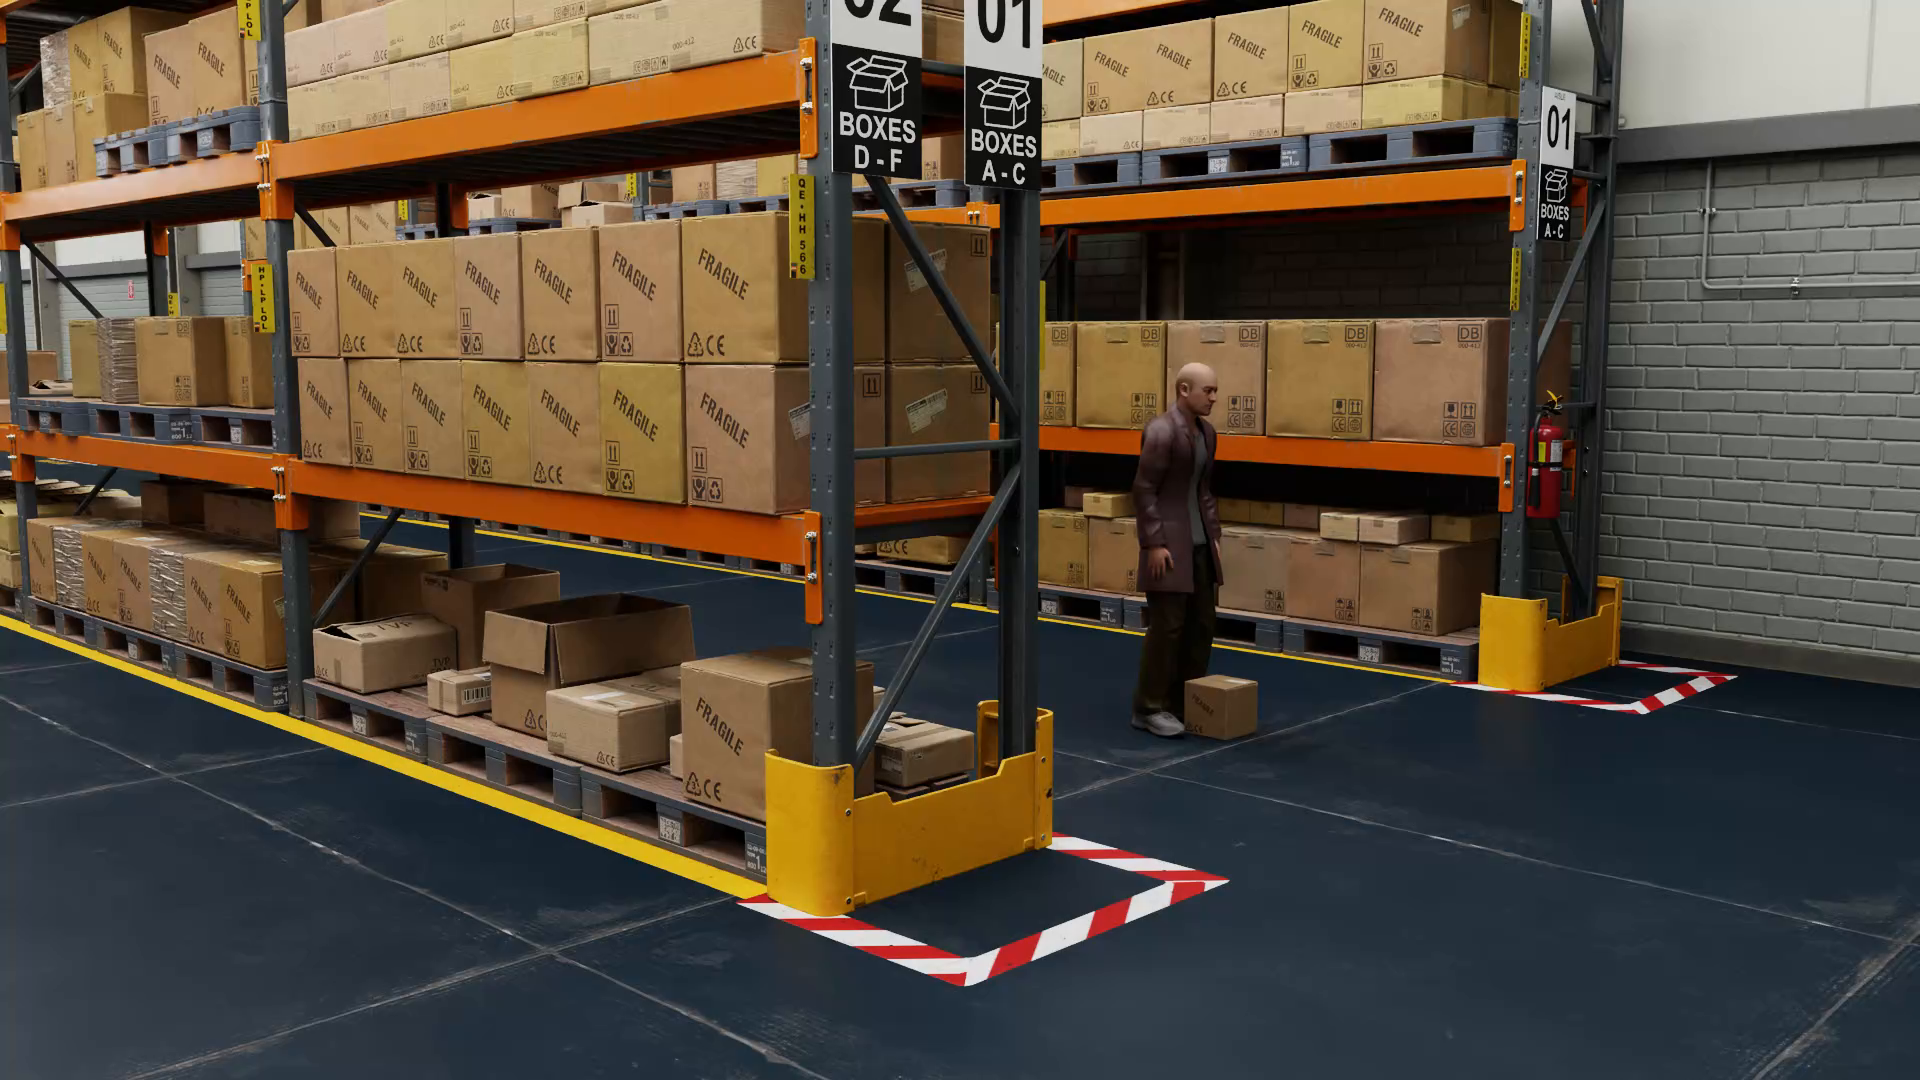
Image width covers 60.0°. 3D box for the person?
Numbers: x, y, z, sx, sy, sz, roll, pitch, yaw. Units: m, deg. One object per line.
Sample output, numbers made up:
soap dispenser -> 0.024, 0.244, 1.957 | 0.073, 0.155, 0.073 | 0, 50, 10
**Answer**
person -> 1.080, 0.027, 8.091 | 0.429, 1.772, 0.648 | 6, 9, 40
